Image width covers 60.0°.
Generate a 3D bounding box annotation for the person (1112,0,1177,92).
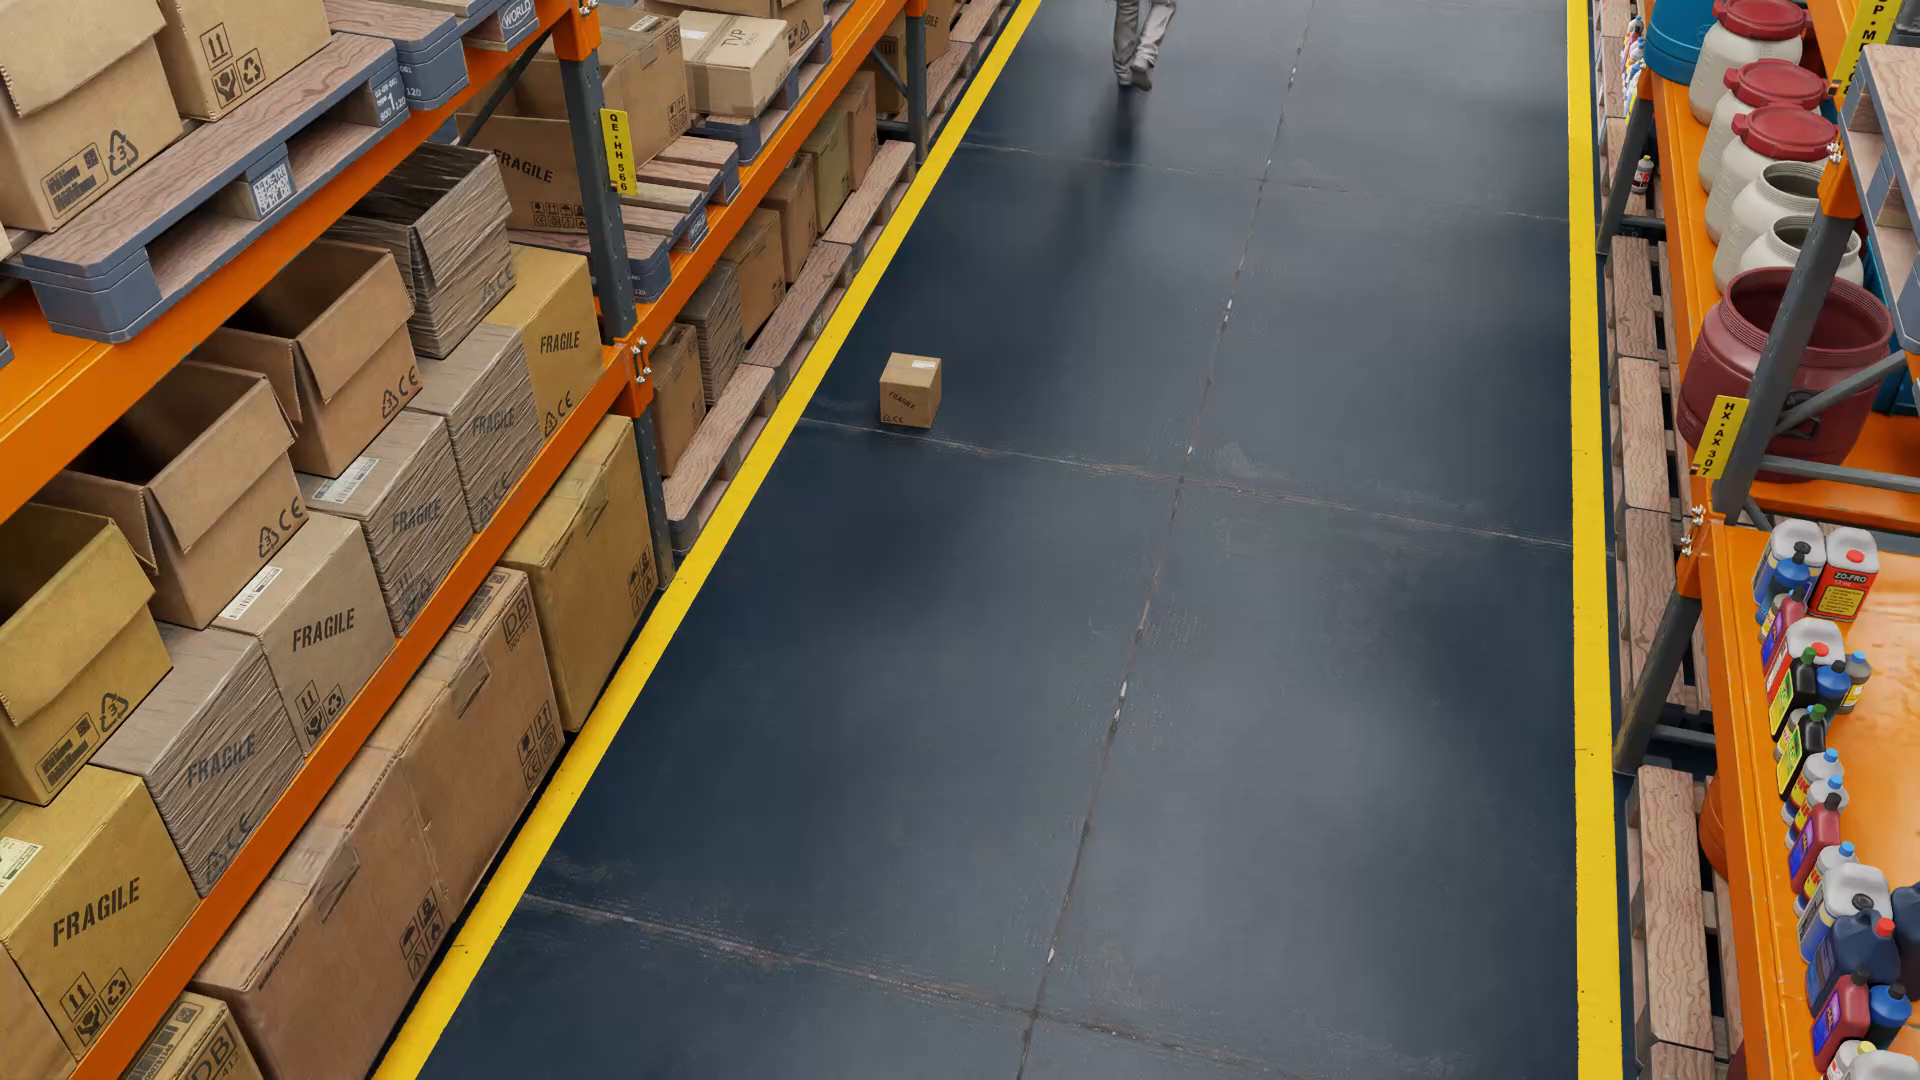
[{"bbox_3d":[1.139,-3.644,10.355,0.564,1.770,0.624,13,42,14],"label":"person"}]
